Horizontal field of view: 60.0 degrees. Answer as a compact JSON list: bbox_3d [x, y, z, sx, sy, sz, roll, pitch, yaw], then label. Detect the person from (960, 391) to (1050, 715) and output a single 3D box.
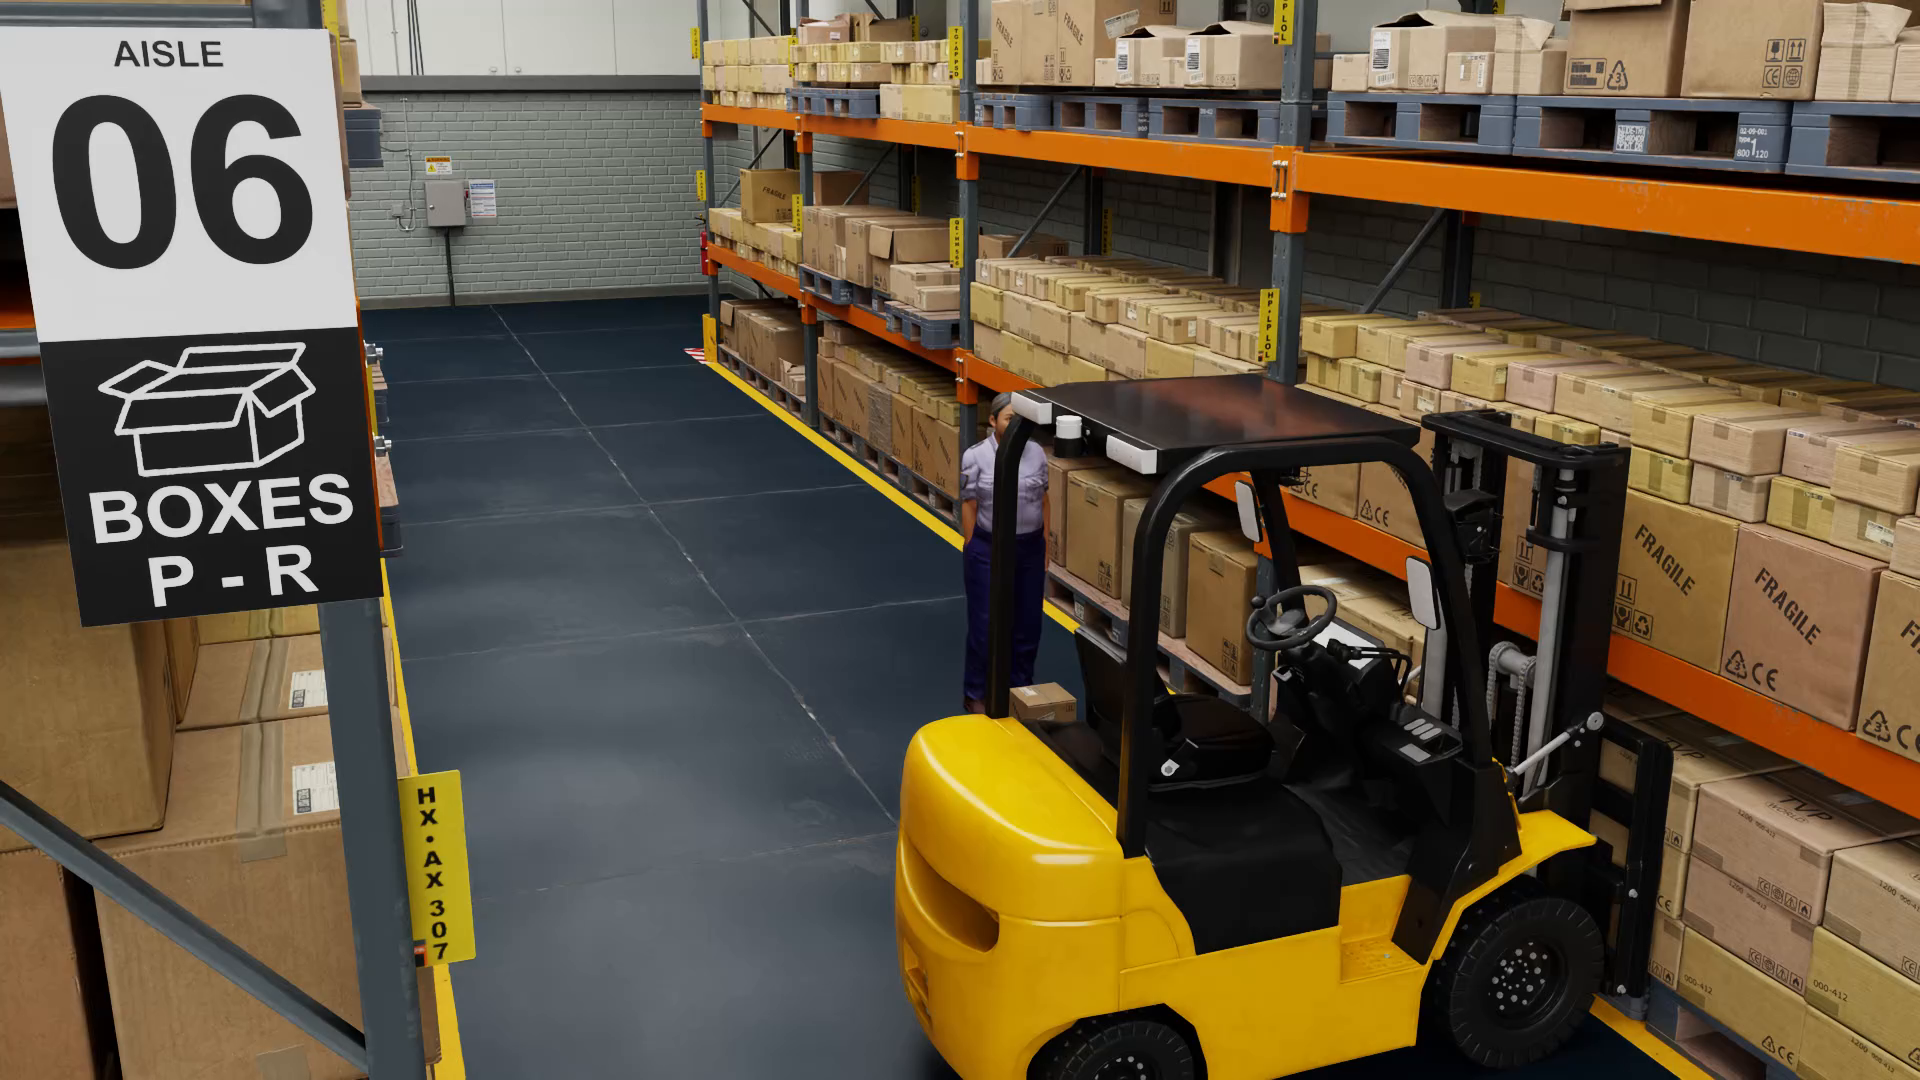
[{"bbox_3d":[0.240,0.081,8.295,0.466,1.653,0.344,-5,17,-19],"label":"person"}]
